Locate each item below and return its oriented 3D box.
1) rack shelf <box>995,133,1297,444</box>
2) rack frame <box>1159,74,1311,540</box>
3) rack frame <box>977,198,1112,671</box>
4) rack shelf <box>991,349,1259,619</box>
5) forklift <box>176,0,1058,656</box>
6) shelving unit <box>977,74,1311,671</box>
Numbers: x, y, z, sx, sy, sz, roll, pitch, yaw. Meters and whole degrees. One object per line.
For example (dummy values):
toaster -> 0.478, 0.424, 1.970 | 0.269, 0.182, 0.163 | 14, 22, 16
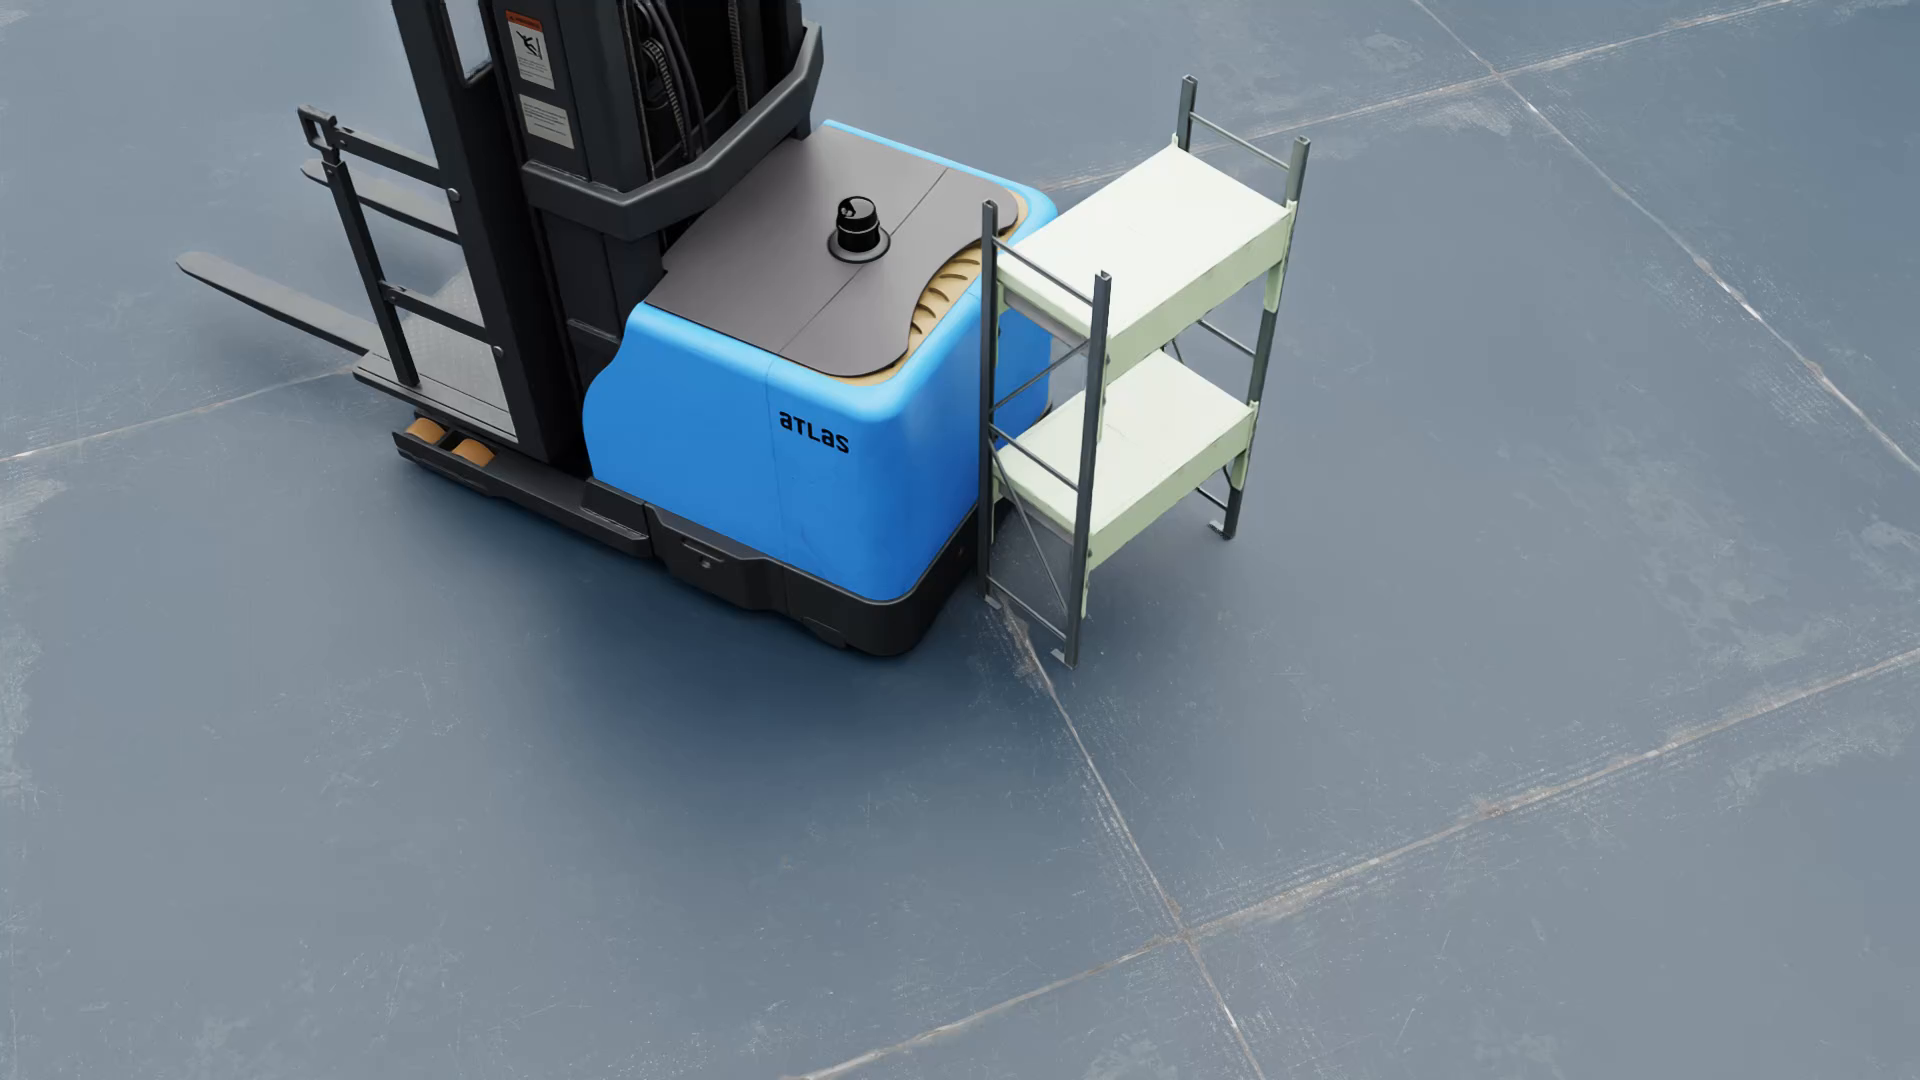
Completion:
rack shelf -> 0.461, -0.664, 4.317 | 0.720, 0.370, 0.431 | -37, 58, -27
rack frame -> 0.723, -0.604, 4.780 | 0.023, 1.500, 0.400 | -37, 58, -27
rack frame -> 0.200, -0.216, 4.447 | 0.023, 1.500, 0.400 | -37, 58, -27
rack shelf -> 0.461, -0.198, 4.861 | 0.720, 0.370, 0.431 | -37, 58, -27
forklift -> -1.249, -1.445, 4.559 | 3.031, 2.935, 1.130 | 23, 53, 18
shelving unit -> 0.461, -0.410, 4.613 | 0.755, 1.500, 0.431 | -37, 58, -27
